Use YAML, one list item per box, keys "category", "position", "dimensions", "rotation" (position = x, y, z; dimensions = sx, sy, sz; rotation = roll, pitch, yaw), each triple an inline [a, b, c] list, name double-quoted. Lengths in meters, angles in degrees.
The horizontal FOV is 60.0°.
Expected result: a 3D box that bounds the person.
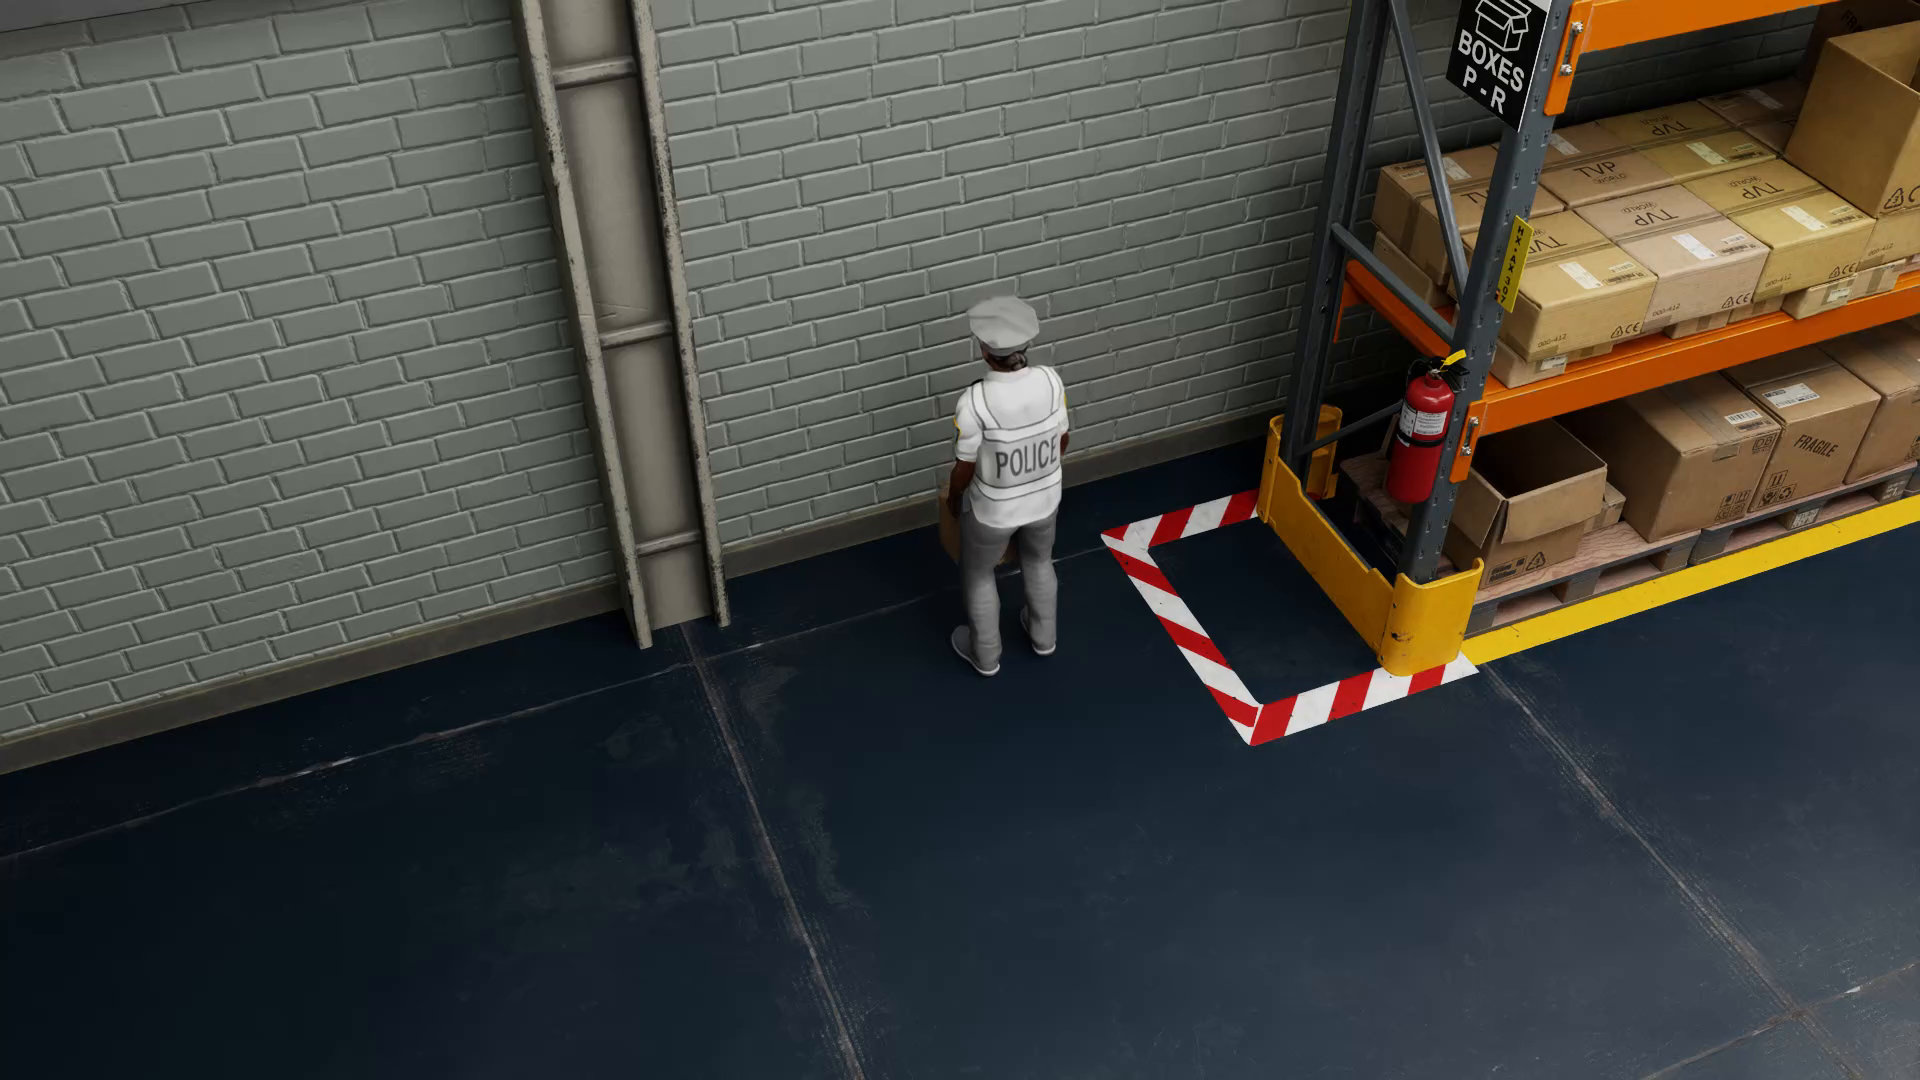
- category: "person"
  position: [0.188, -0.160, 6.329]
  dimensions: [0.494, 1.670, 0.370]
  rotation: [-17, 45, -18]
